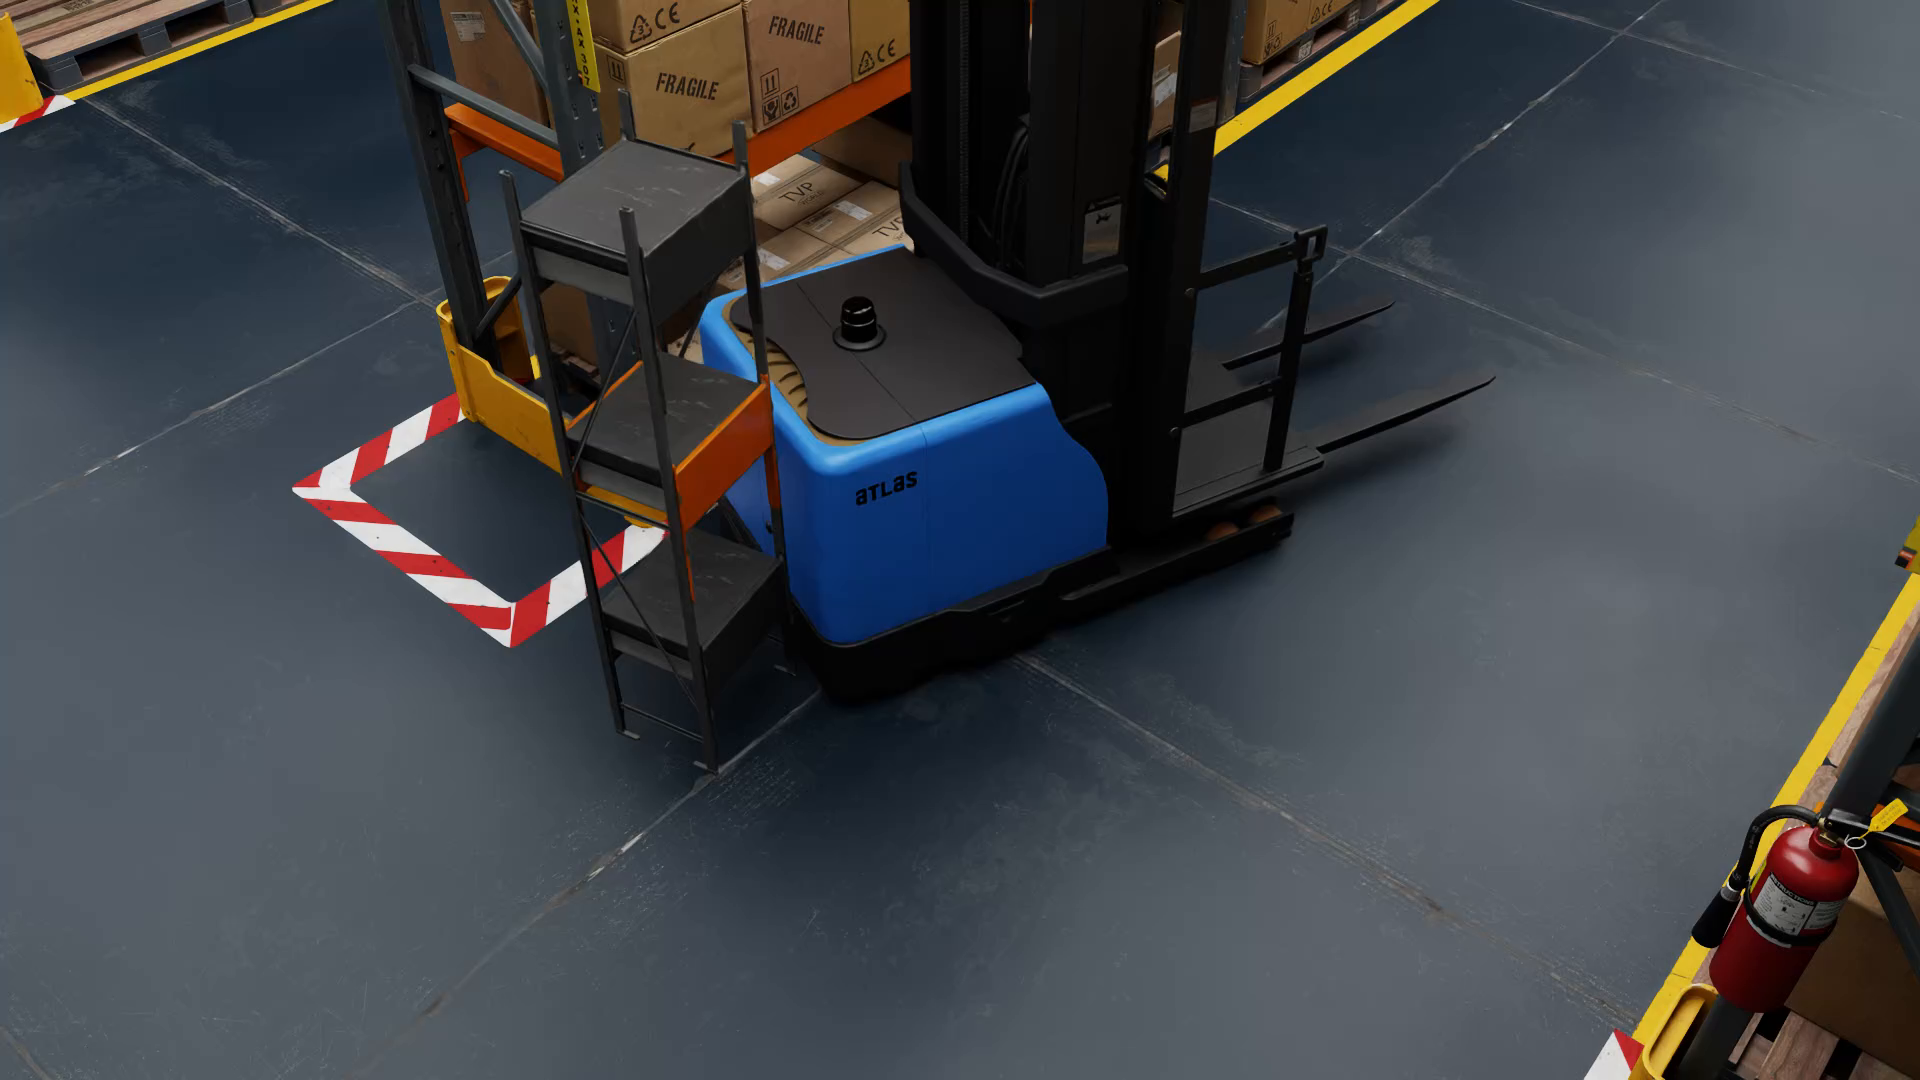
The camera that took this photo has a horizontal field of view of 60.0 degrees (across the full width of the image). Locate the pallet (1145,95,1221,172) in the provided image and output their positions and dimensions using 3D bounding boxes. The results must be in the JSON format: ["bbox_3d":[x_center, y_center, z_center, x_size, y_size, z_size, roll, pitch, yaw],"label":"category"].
[{"bbox_3d":[0.567,-2.113,8.417,1.003,0.211,1.213,29,50,28],"label":"pallet"}]

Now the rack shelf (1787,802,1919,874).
[{"bbox_3d":[3.516,-0.059,4.620,1.077,0.370,4.000,29,50,28],"label":"rack shelf"}]

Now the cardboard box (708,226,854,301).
[{"bbox_3d":[-0.676,-0.998,6.835,0.500,0.250,0.500,29,50,28],"label":"cardboard box"}]

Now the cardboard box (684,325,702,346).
[{"bbox_3d":[-0.872,-0.748,6.622,0.380,0.166,0.250,29,50,28],"label":"cardboard box"}]

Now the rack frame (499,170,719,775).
[{"bbox_3d":[-0.967,-0.078,4.775,0.400,2.100,0.015,19,46,20],"label":"rack frame"}]

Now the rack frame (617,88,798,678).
[{"bbox_3d":[-0.739,-0.369,5.095,0.400,2.100,0.015,19,46,20],"label":"rack frame"}]

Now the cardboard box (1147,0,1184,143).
[{"bbox_3d":[0.860,-2.319,8.102,0.500,0.500,0.500,29,50,28],"label":"cardboard box"}]

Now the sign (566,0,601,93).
[{"bbox_3d":[-1.150,-1.523,5.052,0.100,0.325,0.005,29,50,28],"label":"sign"}]

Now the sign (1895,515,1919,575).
[{"bbox_3d":[1.823,-0.053,3.042,0.100,0.325,0.005,29,50,28],"label":"sign"}]

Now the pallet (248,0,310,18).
[{"bbox_3d":[-4.008,-3.586,10.037,1.003,0.211,1.213,29,50,28],"label":"pallet"}]

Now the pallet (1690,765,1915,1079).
[{"bbox_3d":[2.684,1.291,4.673,1.003,0.211,1.213,29,50,28],"label":"pallet"}]

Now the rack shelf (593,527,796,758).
[{"bbox_3d":[-0.853,0.304,5.415,0.431,0.518,0.480,19,46,20],"label":"rack shelf"}]

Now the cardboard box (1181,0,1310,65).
[{"bbox_3d":[1.507,-2.879,8.718,0.500,0.500,0.500,27,49,27],"label":"cardboard box"}]

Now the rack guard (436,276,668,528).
[{"bbox_3d":[-1.516,-0.552,6.486,1.175,0.500,0.348,29,50,28],"label":"rack guard"}]

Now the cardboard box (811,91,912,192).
[{"bbox_3d":[-0.196,-1.767,7.492,0.797,0.503,0.637,29,50,28],"label":"cardboard box"}]

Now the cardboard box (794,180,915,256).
[{"bbox_3d":[-0.354,-1.255,7.118,0.500,0.250,0.500,29,50,28],"label":"cardboard box"}]

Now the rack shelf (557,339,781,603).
[{"bbox_3d":[-0.853,-0.213,4.944,0.431,0.518,0.480,19,46,20],"label":"rack shelf"}]

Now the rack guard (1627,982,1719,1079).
[{"bbox_3d":[2.213,1.642,4.072,1.175,0.500,0.348,29,50,28],"label":"rack guard"}]

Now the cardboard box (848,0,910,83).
[{"bbox_3d":[-0.424,-2.114,6.271,0.500,0.500,0.500,29,50,28],"label":"cardboard box"}]

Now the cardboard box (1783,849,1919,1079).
[{"bbox_3d":[2.603,1.071,4.389,0.700,0.500,0.500,29,50,28],"label":"cardboard box"}]

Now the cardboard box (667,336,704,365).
[{"bbox_3d":[-1.032,-0.613,6.486,0.380,0.149,0.250,29,50,28],"label":"cardboard box"}]

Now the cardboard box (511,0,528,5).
[{"bbox_3d":[-1.489,-2.193,5.615,0.500,0.500,0.500,29,50,28],"label":"cardboard box"}]

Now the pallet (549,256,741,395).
[{"bbox_3d":[-1.004,-0.856,7.035,1.003,0.211,1.213,29,50,28],"label":"pallet"}]

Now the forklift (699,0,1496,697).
[{"bbox_3d":[0.656,-1.280,5.479,3.031,2.935,1.130,-20,46,-21],"label":"forklift"}]

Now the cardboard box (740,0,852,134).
[{"bbox_3d":[-0.750,-1.857,5.989,0.500,0.500,0.500,29,50,28],"label":"cardboard box"}]

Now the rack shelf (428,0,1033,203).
[{"bbox_3d":[-0.278,-2.202,6.976,1.077,0.370,4.000,29,50,28],"label":"rack shelf"}]

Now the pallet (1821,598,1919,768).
[{"bbox_3d":[3.469,0.666,5.361,1.003,0.211,1.213,29,50,28],"label":"pallet"}]

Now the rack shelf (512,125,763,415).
[{"bbox_3d":[-0.853,-0.731,4.473,0.431,0.518,0.480,19,46,20],"label":"rack shelf"}]

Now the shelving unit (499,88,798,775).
[{"bbox_3d":[-0.853,-0.224,4.935,0.431,2.100,0.503,19,46,20],"label":"shelving unit"}]

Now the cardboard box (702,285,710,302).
[{"bbox_3d":[-1.074,-1.109,7.019,0.380,0.166,0.250,29,50,28],"label":"cardboard box"}]

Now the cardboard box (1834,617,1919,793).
[{"bbox_3d":[2.549,0.327,3.438,0.980,0.700,0.700,32,51,30],"label":"cardboard box"}]

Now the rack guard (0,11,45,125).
[{"bbox_3d":[-5.359,-2.642,8.784,1.175,0.500,0.348,29,50,28],"label":"rack guard"}]

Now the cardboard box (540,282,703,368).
[{"bbox_3d":[-1.404,-1.062,6.720,0.500,0.500,0.500,29,50,28],"label":"cardboard box"}]

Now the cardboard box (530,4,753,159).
[{"bbox_3d":[-1.078,-1.589,5.694,0.500,0.500,0.500,31,50,29],"label":"cardboard box"}]

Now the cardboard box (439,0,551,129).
[{"bbox_3d":[-1.485,-1.823,5.951,0.500,0.500,0.500,31,51,30],"label":"cardboard box"}]

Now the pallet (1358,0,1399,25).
[{"bbox_3d":[2.289,-3.532,9.978,1.003,0.211,1.213,29,50,28],"label":"pallet"}]

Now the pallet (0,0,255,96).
[{"bbox_3d":[-4.793,-2.961,9.349,1.003,0.211,1.213,29,50,28],"label":"pallet"}]

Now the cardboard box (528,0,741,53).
[{"bbox_3d":[-1.078,-1.959,5.357,0.500,0.500,0.500,31,51,30],"label":"cardboard box"}]

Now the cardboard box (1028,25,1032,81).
[{"bbox_3d":[0.574,-2.543,8.489,0.500,0.311,0.500,29,50,28],"label":"cardboard box"}]

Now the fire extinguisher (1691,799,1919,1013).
[{"bbox_3d":[1.779,0.749,3.531,0.296,0.674,0.183,29,50,28],"label":"fire extinguisher"}]

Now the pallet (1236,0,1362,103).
[{"bbox_3d":[1.504,-2.901,9.284,1.003,0.211,1.213,29,50,28],"label":"pallet"}]

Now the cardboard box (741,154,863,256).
[{"bbox_3d":[-0.769,-1.446,7.328,0.500,0.250,0.500,29,50,28],"label":"cardboard box"}]

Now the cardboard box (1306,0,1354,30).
[{"bbox_3d":[1.842,-3.159,9.025,0.500,0.500,0.500,30,50,29],"label":"cardboard box"}]

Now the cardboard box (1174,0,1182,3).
[{"bbox_3d":[1.108,-3.114,8.976,0.500,0.500,0.500,29,50,28],"label":"cardboard box"}]

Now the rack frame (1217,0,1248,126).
[{"bbox_3d":[1.009,-3.498,7.867,1.000,3.000,0.127,29,50,28],"label":"rack frame"}]

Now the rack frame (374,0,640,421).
[{"bbox_3d":[-1.565,-1.438,5.602,1.000,3.000,0.127,29,50,28],"label":"rack frame"}]
